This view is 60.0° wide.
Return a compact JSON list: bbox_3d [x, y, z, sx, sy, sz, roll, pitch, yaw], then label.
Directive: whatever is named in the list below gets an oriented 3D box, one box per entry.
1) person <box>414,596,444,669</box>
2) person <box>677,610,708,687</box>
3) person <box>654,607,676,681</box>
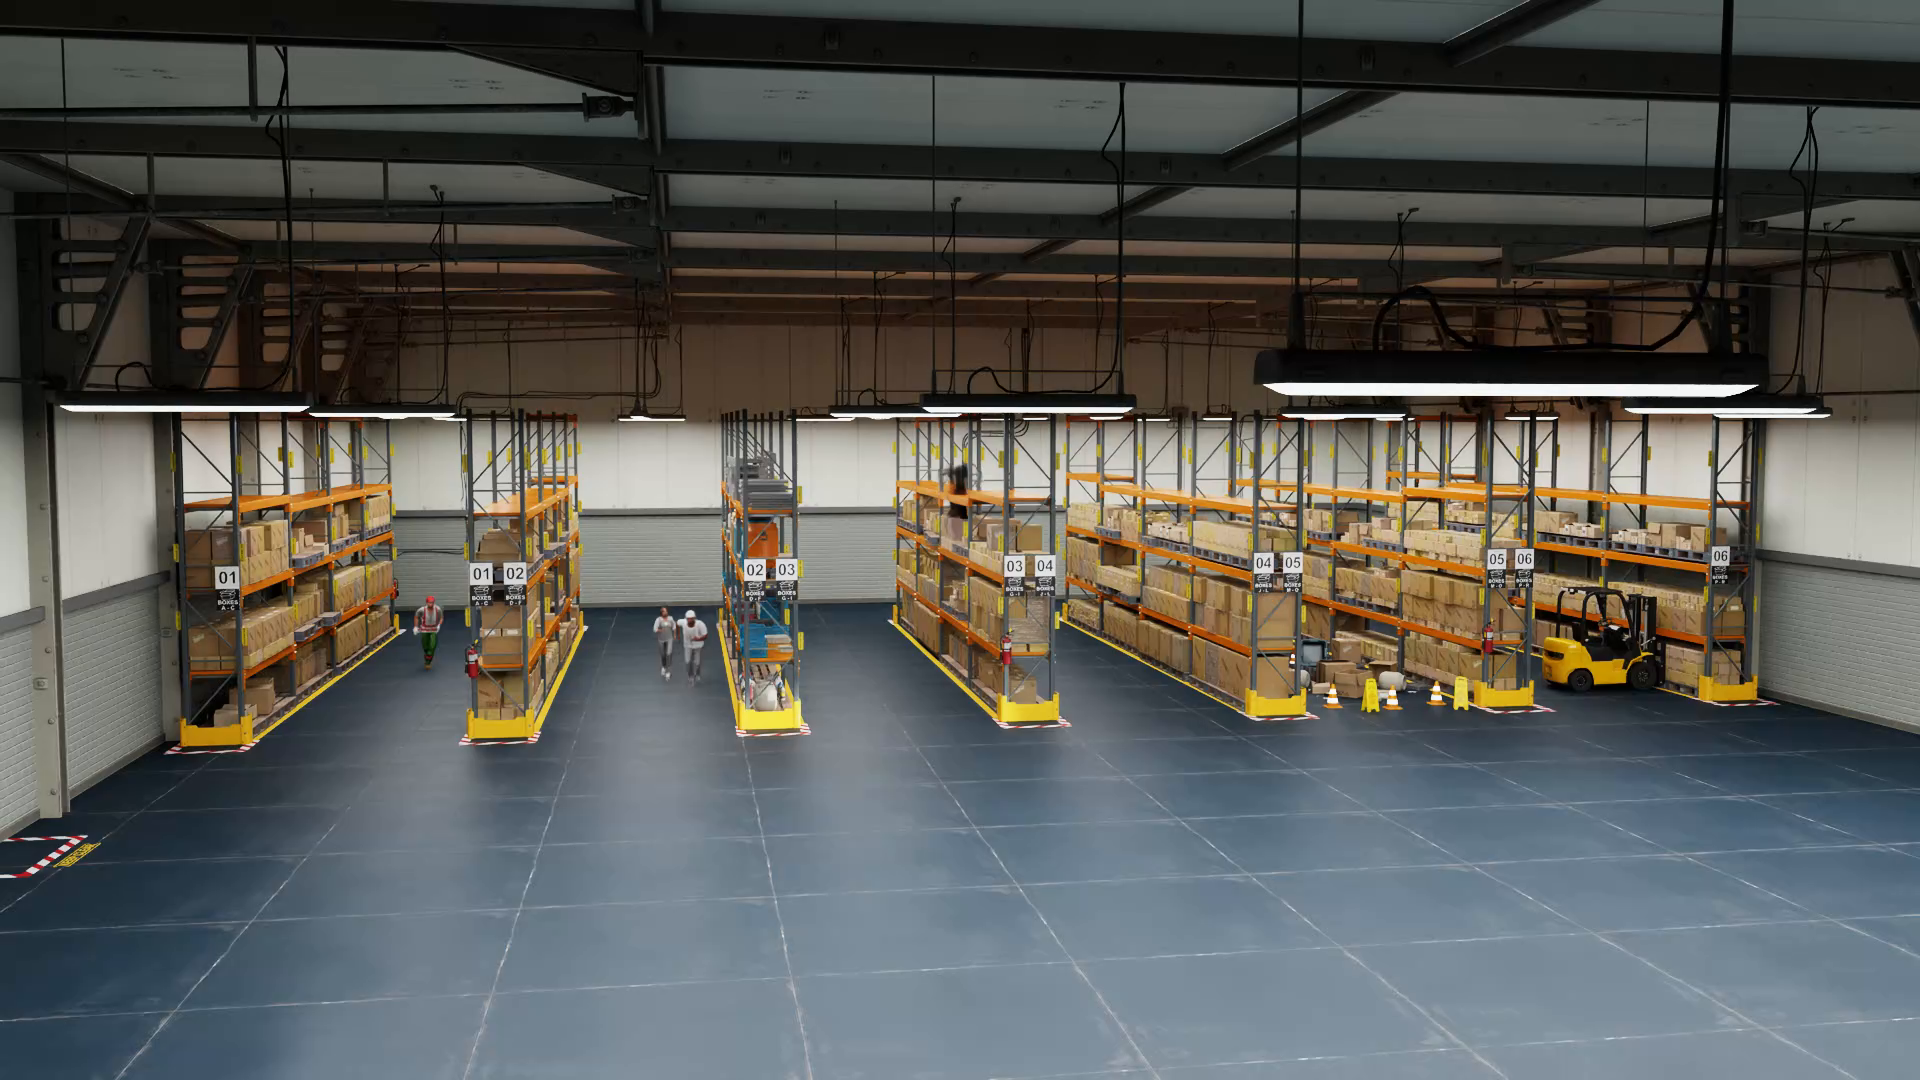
[{"bbox_3d":[-12.447,2.153,38.974,0.670,1.714,0.704,-2,4,-27],"label":"person"},{"bbox_3d":[-5.846,2.388,36.320,0.730,1.761,0.934,0,4,3],"label":"person"},{"bbox_3d":[-6.635,2.297,37.399,0.495,1.626,0.823,-1,4,-10],"label":"person"}]
